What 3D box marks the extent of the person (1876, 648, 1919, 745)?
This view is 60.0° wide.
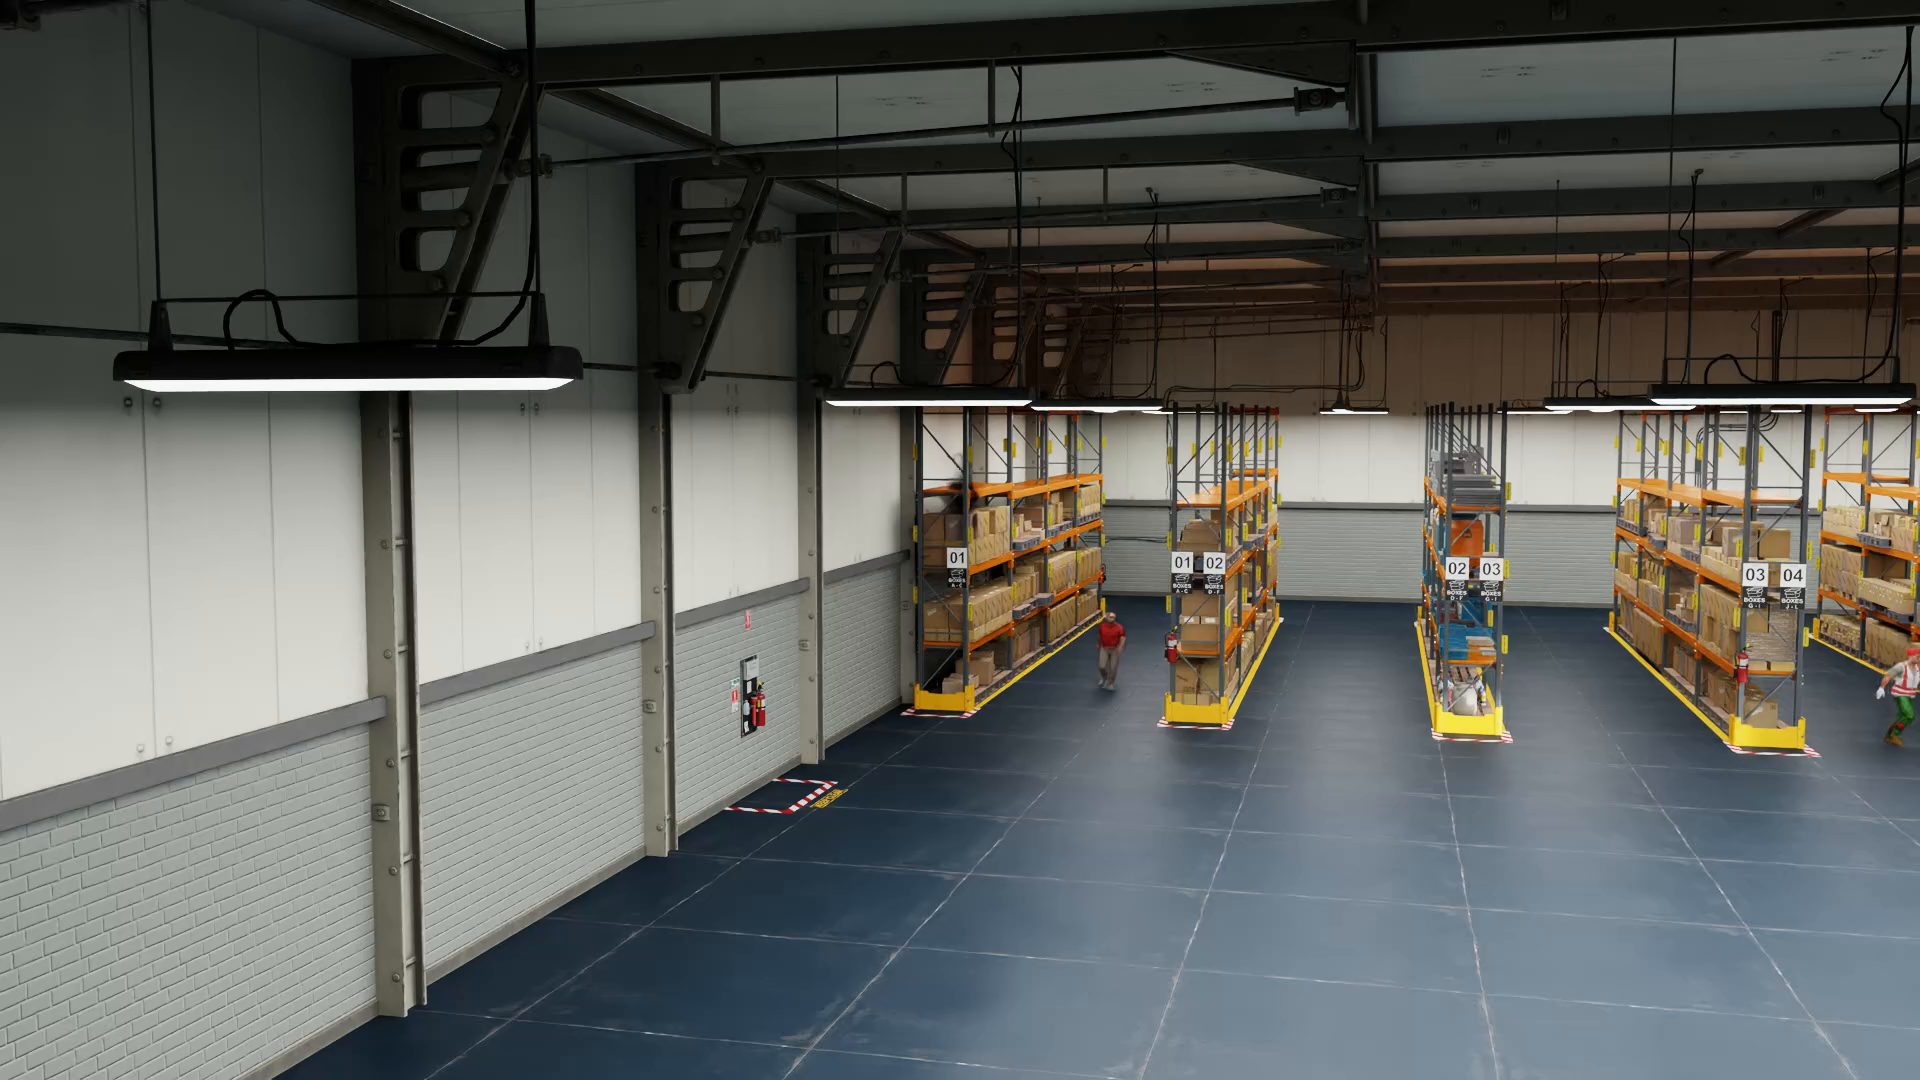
[{"bbox_3d":[16.407,2.714,28.751,0.626,1.732,0.825,-2,5,-23],"label":"person"}]

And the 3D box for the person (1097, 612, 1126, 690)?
[{"bbox_3d":[3.134,2.320,34.684,0.672,1.682,0.791,1,4,13],"label":"person"}]
